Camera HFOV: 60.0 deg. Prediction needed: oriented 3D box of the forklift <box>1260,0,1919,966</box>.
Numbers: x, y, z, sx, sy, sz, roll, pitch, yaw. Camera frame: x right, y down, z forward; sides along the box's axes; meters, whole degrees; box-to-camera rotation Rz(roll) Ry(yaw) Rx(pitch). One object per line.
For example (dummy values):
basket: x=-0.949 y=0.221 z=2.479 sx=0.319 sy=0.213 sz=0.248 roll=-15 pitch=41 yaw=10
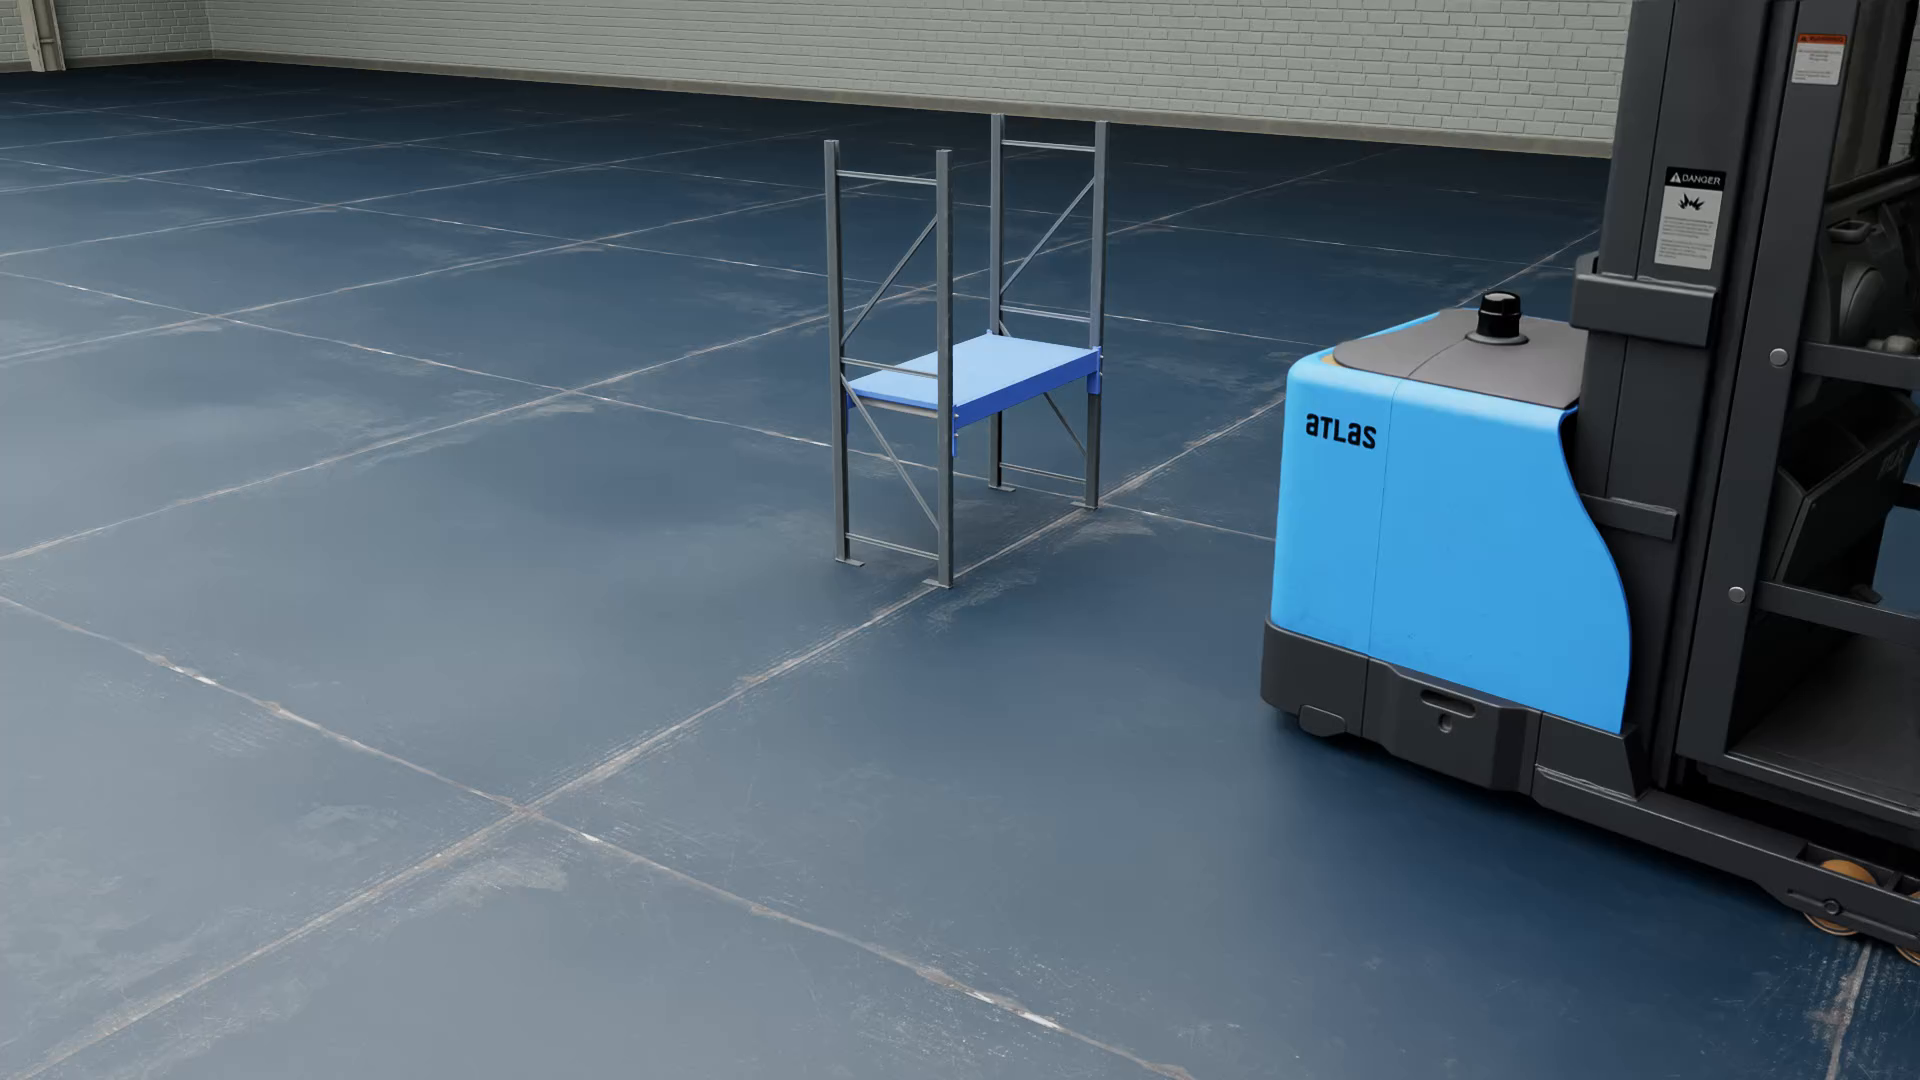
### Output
forklift: x=2.296 y=-0.628 z=3.738 sx=3.031 sy=2.935 sz=1.130 roll=18 pitch=27 yaw=40

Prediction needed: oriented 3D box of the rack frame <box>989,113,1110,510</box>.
rack frame: x=0.334 y=-0.874 z=6.465 sx=0.500 sy=1.500 sz=0.032 roll=13 pitch=24 yaw=32

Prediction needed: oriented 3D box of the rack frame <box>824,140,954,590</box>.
rack frame: x=-0.238 y=-0.582 z=5.677 sx=0.500 sy=1.500 sz=0.032 roll=13 pitch=24 yaw=32

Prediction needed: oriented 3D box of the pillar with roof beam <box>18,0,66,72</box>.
pillar with roof beam: x=-10.950 y=-10.859 z=22.651 sx=9.100 sy=9.000 sz=0.400 roll=13 pitch=24 yaw=32

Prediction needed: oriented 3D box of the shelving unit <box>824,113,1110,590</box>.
shelving unit: x=0.048 y=-0.728 z=6.071 sx=0.538 sy=1.500 sz=1.048 roll=13 pitch=24 yaw=32

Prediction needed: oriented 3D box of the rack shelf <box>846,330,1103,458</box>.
rack shelf: x=0.048 y=-0.559 z=6.133 sx=0.538 sy=0.185 sz=1.000 roll=13 pitch=24 yaw=32
